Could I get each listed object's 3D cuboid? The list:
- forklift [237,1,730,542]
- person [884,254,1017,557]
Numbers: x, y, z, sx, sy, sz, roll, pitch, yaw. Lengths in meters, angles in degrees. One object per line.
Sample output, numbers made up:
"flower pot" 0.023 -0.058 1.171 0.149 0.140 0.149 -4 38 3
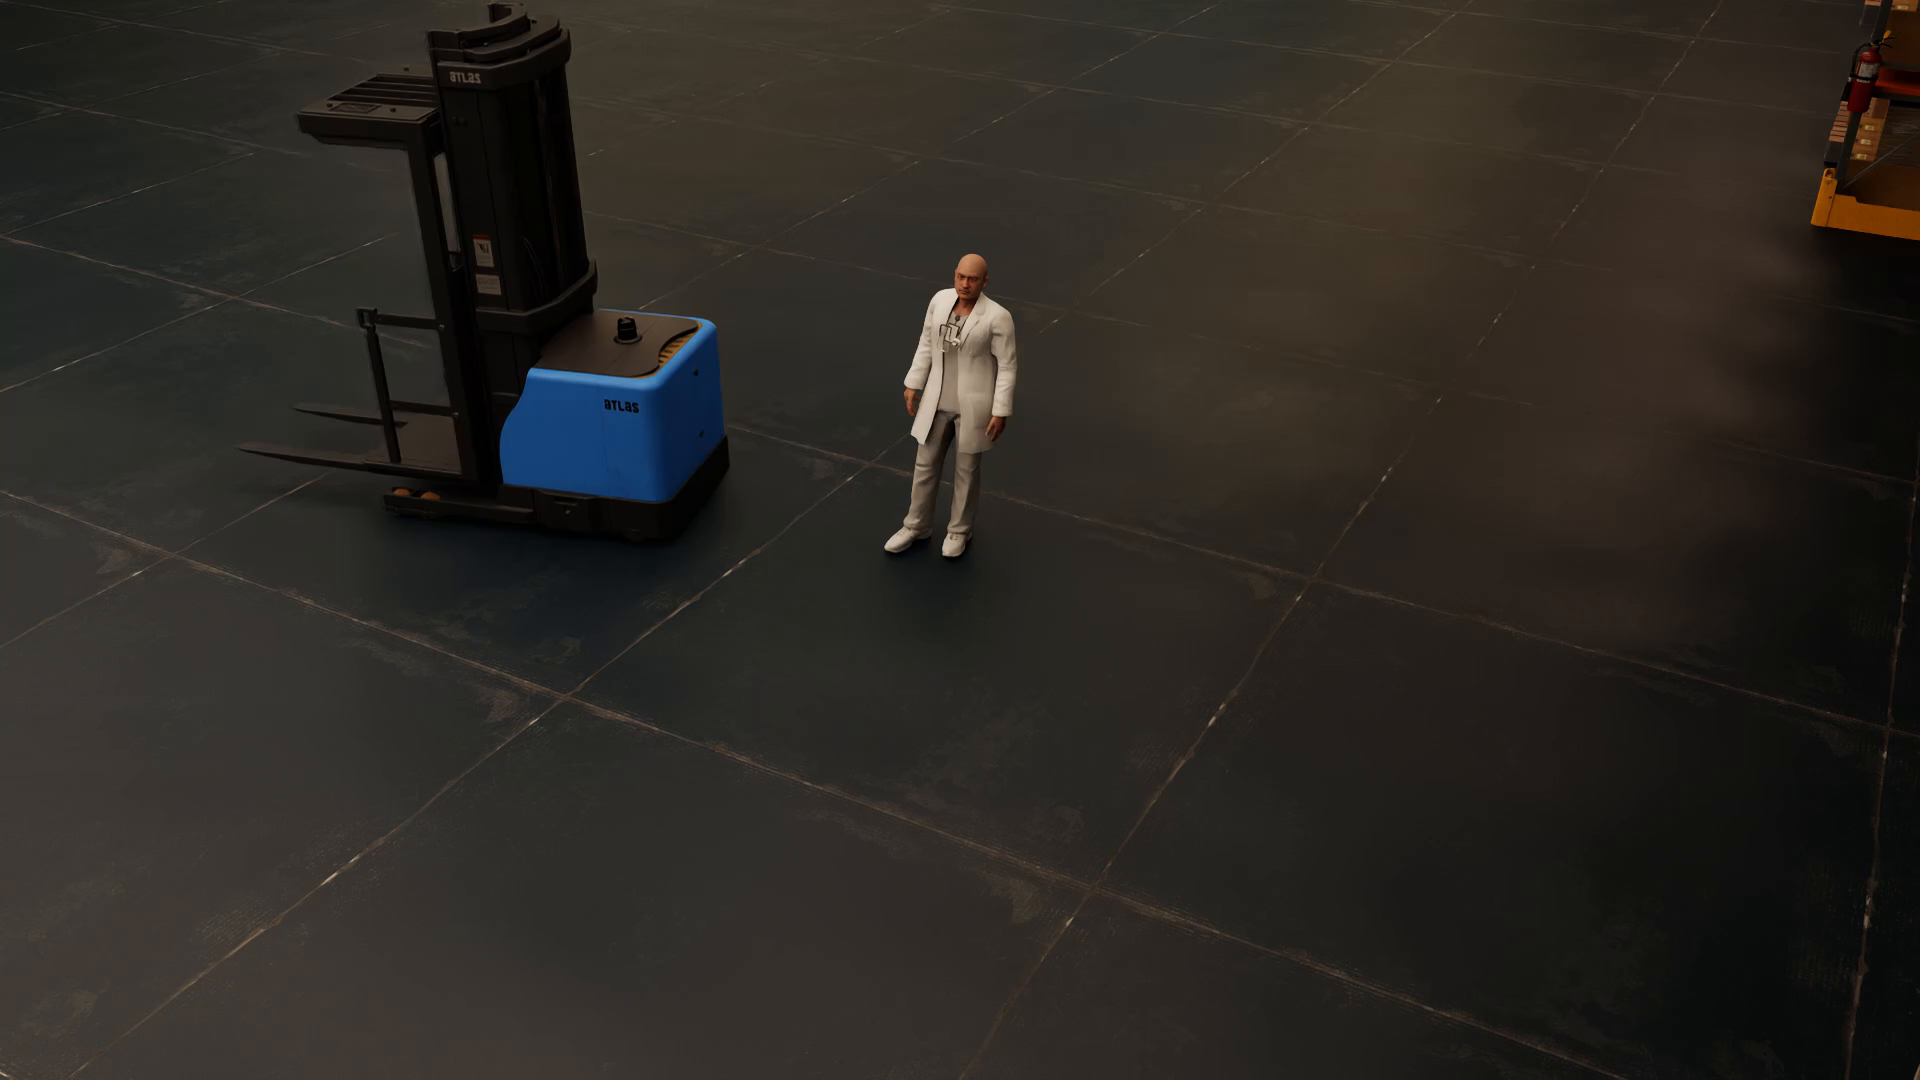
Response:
"forklift" -3.052 -1.641 9.914 3.031 2.935 1.130 7 31 12
"person" -0.048 -0.737 9.487 0.698 1.777 0.578 15 33 25
